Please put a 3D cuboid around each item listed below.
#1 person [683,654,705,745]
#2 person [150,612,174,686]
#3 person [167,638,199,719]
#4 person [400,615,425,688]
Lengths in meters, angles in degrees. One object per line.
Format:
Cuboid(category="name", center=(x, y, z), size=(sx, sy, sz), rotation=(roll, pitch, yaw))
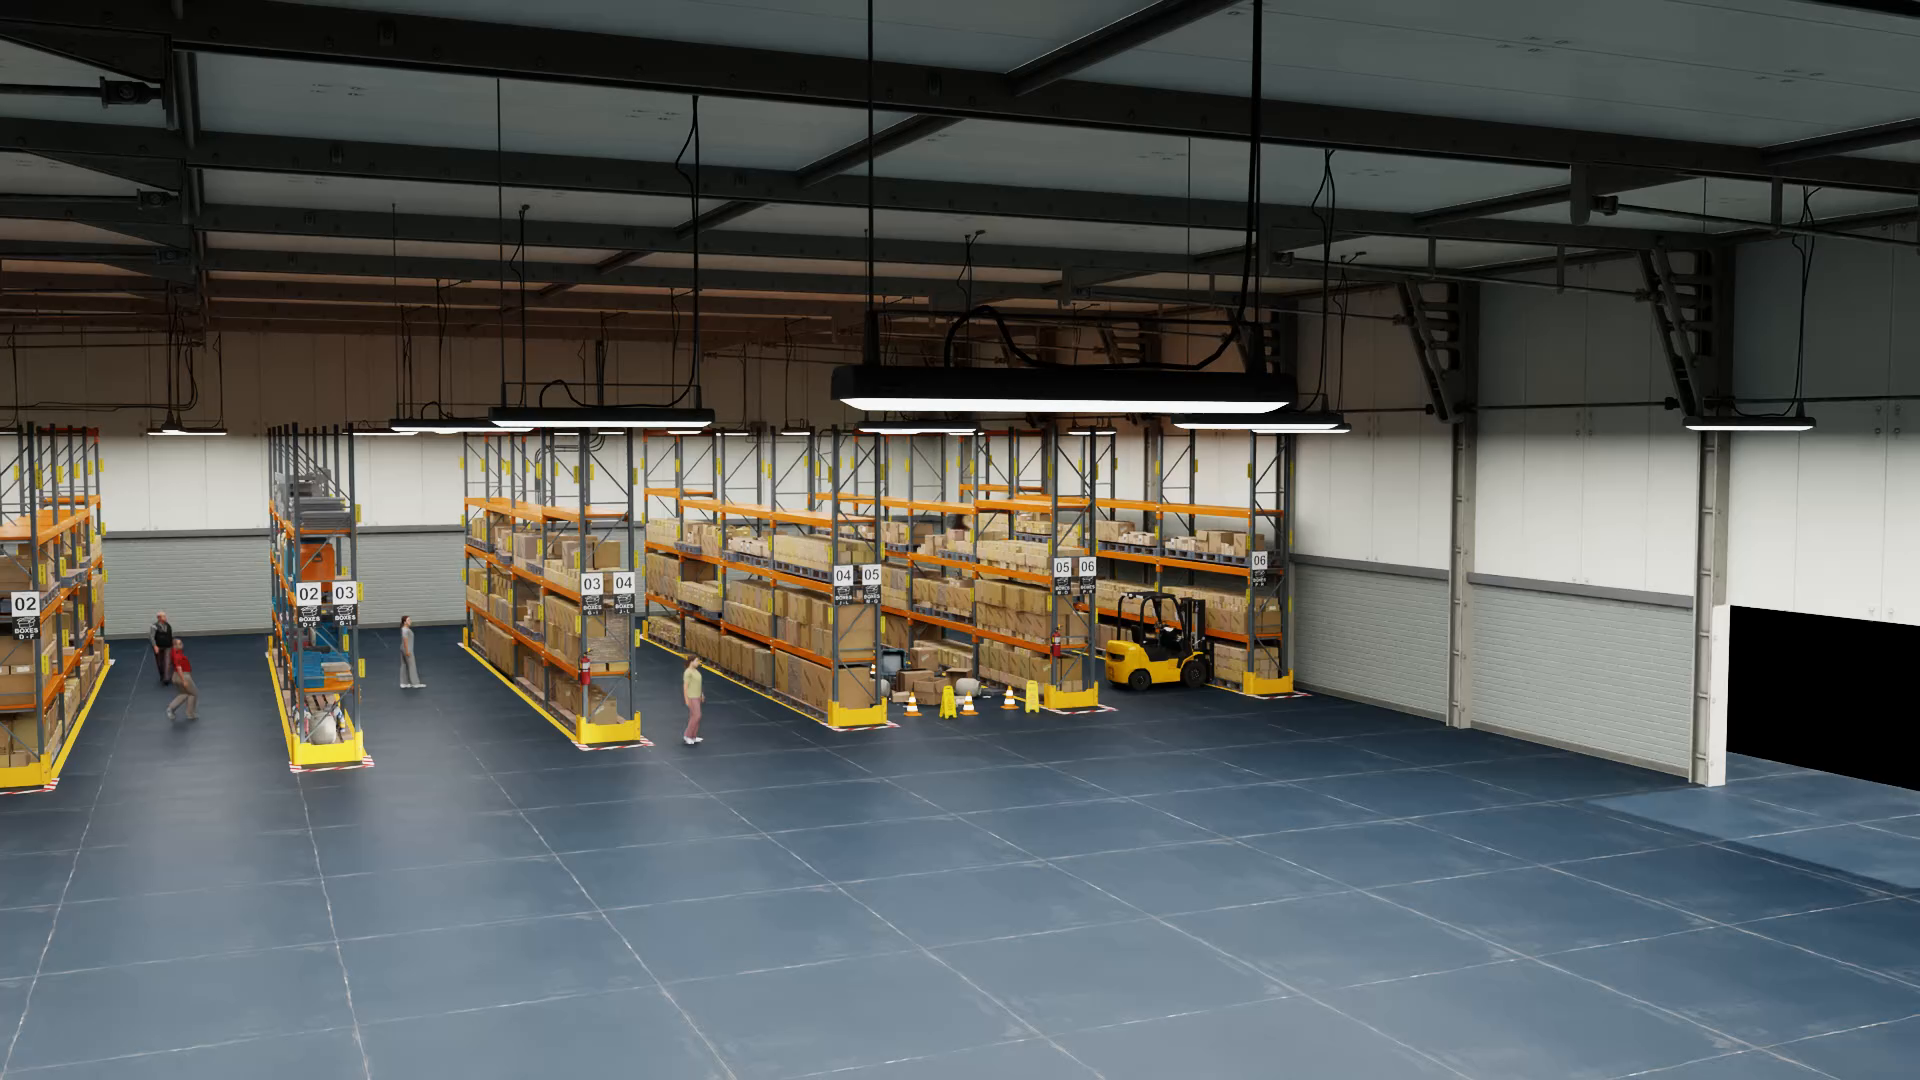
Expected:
Cuboid(category="person", center=(-5.003, 2.979, 31.281), size=(0.387, 1.670, 0.503), rotation=(1, 4, 12))
Cuboid(category="person", center=(-18.557, 2.521, 38.673), size=(0.485, 1.686, 1.003), rotation=(-1, 4, -18))
Cuboid(category="person", center=(-15.812, 2.823, 33.896), size=(0.538, 1.671, 0.644), rotation=(3, 4, 37))
Cuboid(category="person", center=(-12.607, 2.556, 38.191), size=(0.530, 1.669, 0.478), rotation=(-2, 4, -30))
